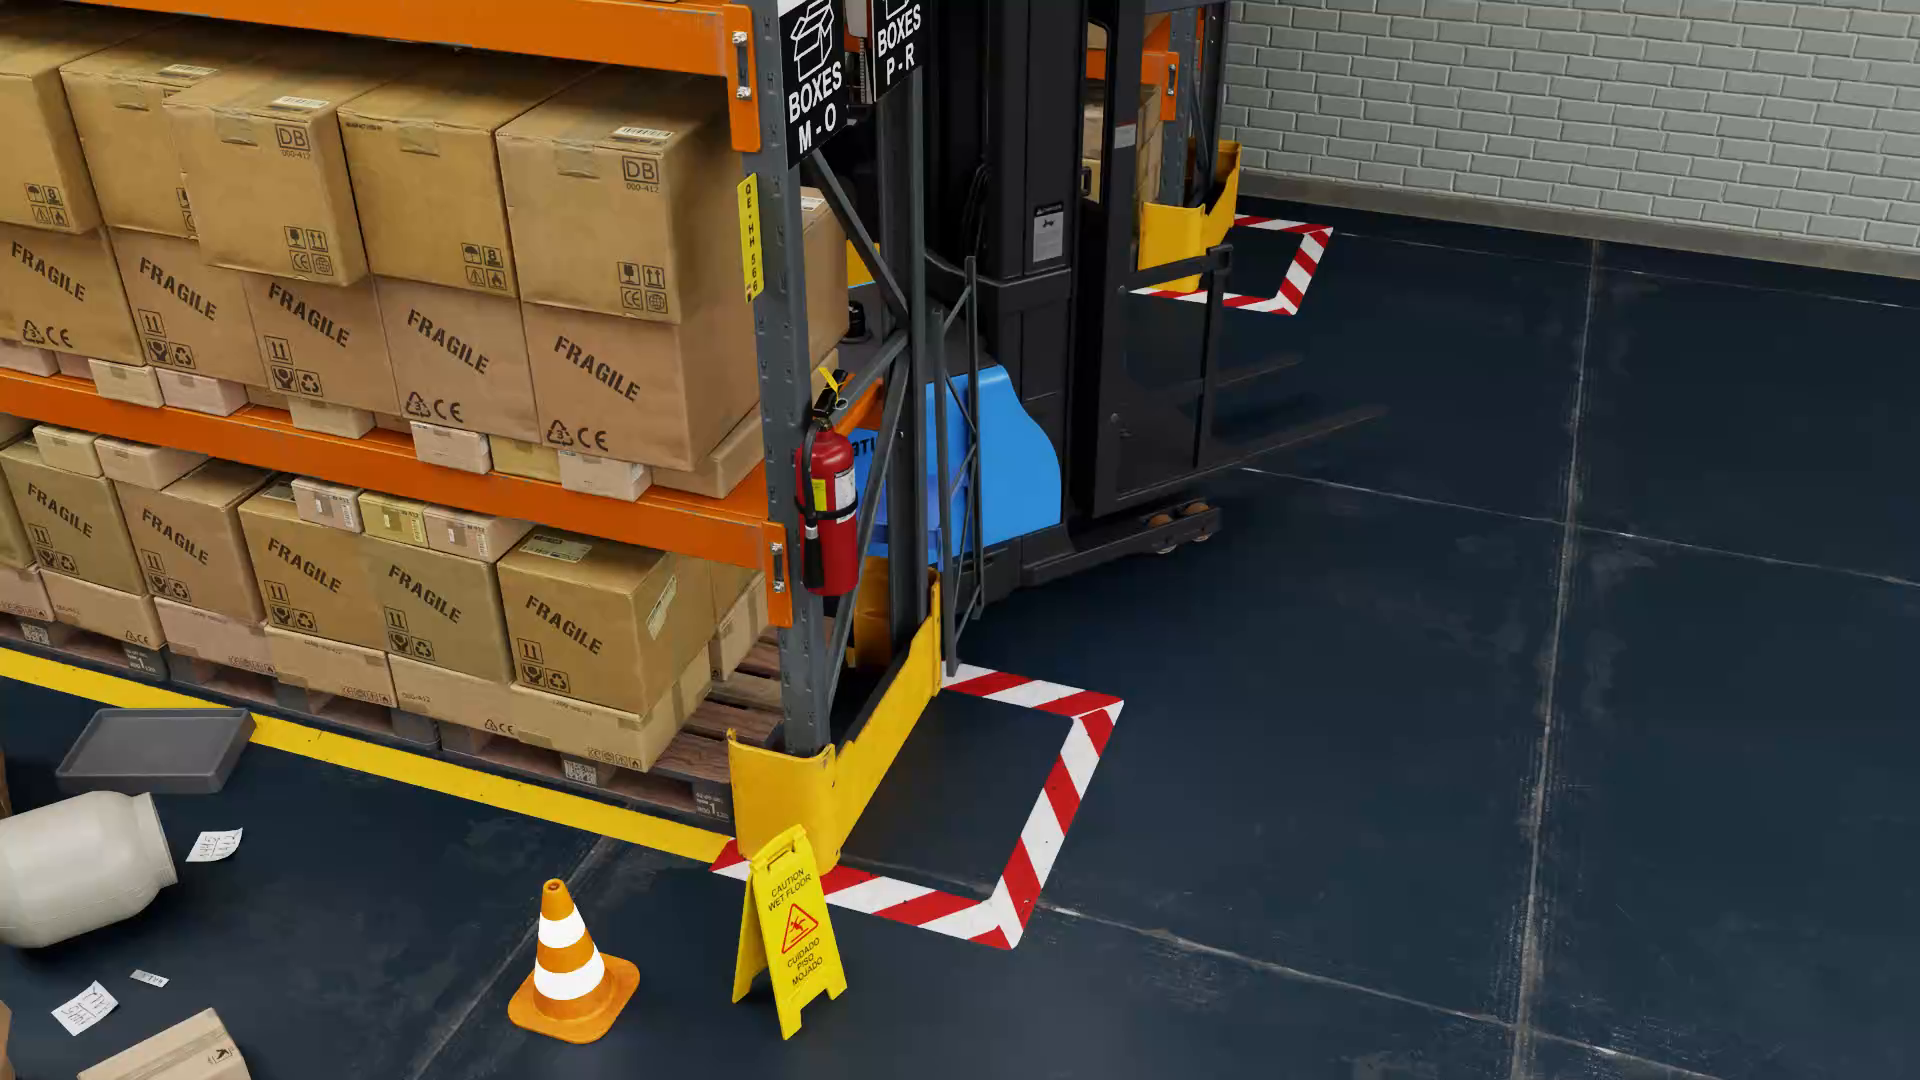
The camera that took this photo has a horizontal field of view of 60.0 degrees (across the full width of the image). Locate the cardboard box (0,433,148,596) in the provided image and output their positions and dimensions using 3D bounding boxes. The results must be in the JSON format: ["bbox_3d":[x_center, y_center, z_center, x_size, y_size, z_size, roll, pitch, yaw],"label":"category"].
[{"bbox_3d":[-3.133,-0.178,6.217,0.500,0.500,0.500,12,35,18],"label":"cardboard box"}]

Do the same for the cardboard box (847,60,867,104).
[{"bbox_3d":[-0.643,-2.623,9.774,0.500,0.250,0.500,10,34,15],"label":"cardboard box"}]

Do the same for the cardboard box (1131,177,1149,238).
[{"bbox_3d":[0.783,-1.929,9.619,0.500,0.250,0.500,11,35,17],"label":"cardboard box"}]

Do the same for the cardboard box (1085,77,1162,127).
[{"bbox_3d":[0.943,-2.609,9.751,0.500,0.250,0.500,10,34,16],"label":"cardboard box"}]

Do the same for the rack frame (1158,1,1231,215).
[{"bbox_3d":[1.332,-2.983,9.104,0.127,3.000,1.000,11,34,16],"label":"rack frame"}]

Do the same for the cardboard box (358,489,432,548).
[{"bbox_3d":[-1.785,-0.150,5.576,0.250,0.149,0.380,12,35,17],"label":"cardboard box"}]

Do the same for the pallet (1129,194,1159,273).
[{"bbox_3d":[0.598,-1.930,10.044,1.213,0.211,1.003,11,34,16],"label":"pallet"}]

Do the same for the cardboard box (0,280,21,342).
[{"bbox_3d":[-3.304,-1.044,5.734,0.500,0.500,0.500,11,34,16],"label":"cardboard box"}]

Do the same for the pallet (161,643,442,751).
[{"bbox_3d":[-2.309,0.319,6.561,1.213,0.211,1.003,11,34,16],"label":"pallet"}]

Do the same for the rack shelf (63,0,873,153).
[{"bbox_3d":[-2.222,-1.771,5.126,4.000,0.370,1.077,11,34,16],"label":"rack shelf"}]

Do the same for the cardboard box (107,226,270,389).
[{"bbox_3d":[-2.354,-0.863,5.454,0.500,0.500,0.500,11,35,17],"label":"cardboard box"}]

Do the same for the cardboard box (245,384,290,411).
[{"bbox_3d":[-2.196,-0.591,5.631,0.250,0.149,0.380,11,34,16],"label":"cardboard box"}]

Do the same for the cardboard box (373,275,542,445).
[{"bbox_3d":[-1.413,-0.667,5.151,0.500,0.500,0.500,11,34,17],"label":"cardboard box"}]

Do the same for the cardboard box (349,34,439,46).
[{"bbox_3d":[-3.657,-3.129,11.133,0.625,0.625,0.875,11,34,16],"label":"cardboard box"}]

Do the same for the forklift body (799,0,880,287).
[{"bbox_3d":[-1.069,-2.042,8.429,1.214,2.155,2.313,11,34,16],"label":"forklift body"}]

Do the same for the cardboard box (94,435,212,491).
[{"bbox_3d":[-2.804,-0.348,5.882,0.250,0.149,0.380,13,35,19],"label":"cardboard box"}]

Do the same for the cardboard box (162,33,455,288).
[{"bbox_3d":[-1.883,-1.154,4.983,0.500,0.500,0.700,11,34,16],"label":"cardboard box"}]

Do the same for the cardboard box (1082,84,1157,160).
[{"bbox_3d":[0.793,-2.349,9.349,0.500,0.250,0.500,12,35,18],"label":"cardboard box"}]

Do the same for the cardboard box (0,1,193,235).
[{"bbox_3d":[-2.827,-1.365,5.310,0.500,0.500,0.700,10,34,15],"label":"cardboard box"}]

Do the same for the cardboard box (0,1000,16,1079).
[{"bbox_3d":[-2.847,1.573,4.350,0.637,0.503,0.797,-11,35,-17],"label":"cardboard box"}]

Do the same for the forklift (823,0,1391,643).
[{"bbox_3d":[0.544,-1.403,6.720,3.031,2.935,1.130,-17,37,-25],"label":"forklift"}]

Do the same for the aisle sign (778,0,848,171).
[{"bbox_3d":[-0.379,-1.380,4.226,0.004,0.787,0.394,11,34,16],"label":"aisle sign"}]

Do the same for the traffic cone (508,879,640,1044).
[{"bbox_3d":[-1.180,1.198,4.967,0.334,0.463,0.336,11,34,16],"label":"traffic cone"}]

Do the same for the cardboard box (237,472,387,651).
[{"bbox_3d":[-2.147,0.013,5.921,0.500,0.500,0.500,10,34,15],"label":"cardboard box"}]

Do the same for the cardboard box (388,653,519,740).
[{"bbox_3d":[-1.676,0.422,5.979,0.500,0.250,0.500,11,34,17],"label":"cardboard box"}]

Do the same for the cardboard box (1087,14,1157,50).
[{"bbox_3d":[0.780,-2.981,9.009,0.500,0.500,0.500,10,34,15],"label":"cardboard box"}]

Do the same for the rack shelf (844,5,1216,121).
[{"bbox_3d":[-0.551,-3.046,9.866,4.000,0.370,1.077,11,34,16],"label":"rack shelf"}]

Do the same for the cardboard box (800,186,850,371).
[{"bbox_3d":[-0.692,-0.843,5.423,0.500,0.500,0.500,10,34,16],"label":"cardboard box"}]

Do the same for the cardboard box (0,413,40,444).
[{"bbox_3d":[-3.543,-0.489,6.100,0.250,0.149,0.380,11,35,17],"label":"cardboard box"}]

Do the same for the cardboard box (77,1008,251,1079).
[{"bbox_3d":[-2.254,1.542,4.725,0.380,0.149,0.250,-25,40,-33],"label":"cardboard box"}]

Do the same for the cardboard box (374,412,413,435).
[{"bbox_3d":[-1.720,-0.499,5.489,0.250,0.149,0.380,11,35,17],"label":"cardboard box"}]

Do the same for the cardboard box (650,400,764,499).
[{"bbox_3d":[-0.764,-0.301,5.183,0.250,0.149,0.380,12,35,18],"label":"cardboard box"}]

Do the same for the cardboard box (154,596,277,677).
[{"bbox_3d":[-2.634,0.233,6.272,0.500,0.250,0.500,11,34,16],"label":"cardboard box"}]

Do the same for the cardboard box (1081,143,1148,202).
[{"bbox_3d":[0.768,-2.143,9.491,0.500,0.250,0.500,11,34,16],"label":"cardboard box"}]

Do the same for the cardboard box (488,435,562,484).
[{"bbox_3d":[-1.274,-0.349,5.256,0.250,0.149,0.380,10,34,16],"label":"cardboard box"}]

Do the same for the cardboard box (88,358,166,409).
[{"bbox_3d":[-2.716,-0.614,5.666,0.250,0.149,0.380,11,34,17],"label":"cardboard box"}]

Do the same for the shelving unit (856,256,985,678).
[{"bbox_3d":[-0.491,-0.300,6.227,1.048,1.500,0.538,6,33,13],"label":"shelving unit"}]

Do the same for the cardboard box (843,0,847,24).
[{"bbox_3d":[-0.665,-3.260,9.442,0.500,0.500,0.500,11,35,17],"label":"cardboard box"}]

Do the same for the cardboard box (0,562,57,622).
[{"bbox_3d":[-3.641,0.045,6.562,0.500,0.250,0.500,9,34,14],"label":"cardboard box"}]

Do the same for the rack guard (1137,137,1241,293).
[{"bbox_3d":[1.354,-1.928,9.775,0.348,0.500,1.175,11,34,16],"label":"rack guard"}]

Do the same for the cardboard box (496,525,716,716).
[{"bbox_3d":[-1.182,0.203,5.627,0.500,0.500,0.500,11,35,17],"label":"cardboard box"}]

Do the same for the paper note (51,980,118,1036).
[{"bbox_3d":[-2.650,1.416,5.039,0.142,0.019,0.148,24,40,32],"label":"paper note"}]

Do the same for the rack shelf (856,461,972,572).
[{"bbox_3d":[-0.486,-0.147,6.323,1.000,0.185,0.538,6,33,13],"label":"rack shelf"}]

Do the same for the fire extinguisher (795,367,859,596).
[{"bbox_3d":[-0.387,-0.159,4.802,0.183,0.674,0.296,11,34,16],"label":"fire extinguisher"}]

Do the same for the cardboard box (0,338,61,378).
[{"bbox_3d":[-3.180,-0.737,5.857,0.250,0.149,0.380,12,35,18],"label":"cardboard box"}]

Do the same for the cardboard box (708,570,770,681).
[{"bbox_3d":[-1.006,0.242,6.257,0.500,0.250,0.500,11,34,16],"label":"cardboard box"}]

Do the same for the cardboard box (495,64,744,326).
[{"bbox_3d":[-0.894,-1.016,4.771,0.500,0.500,0.700,10,34,15],"label":"cardboard box"}]
